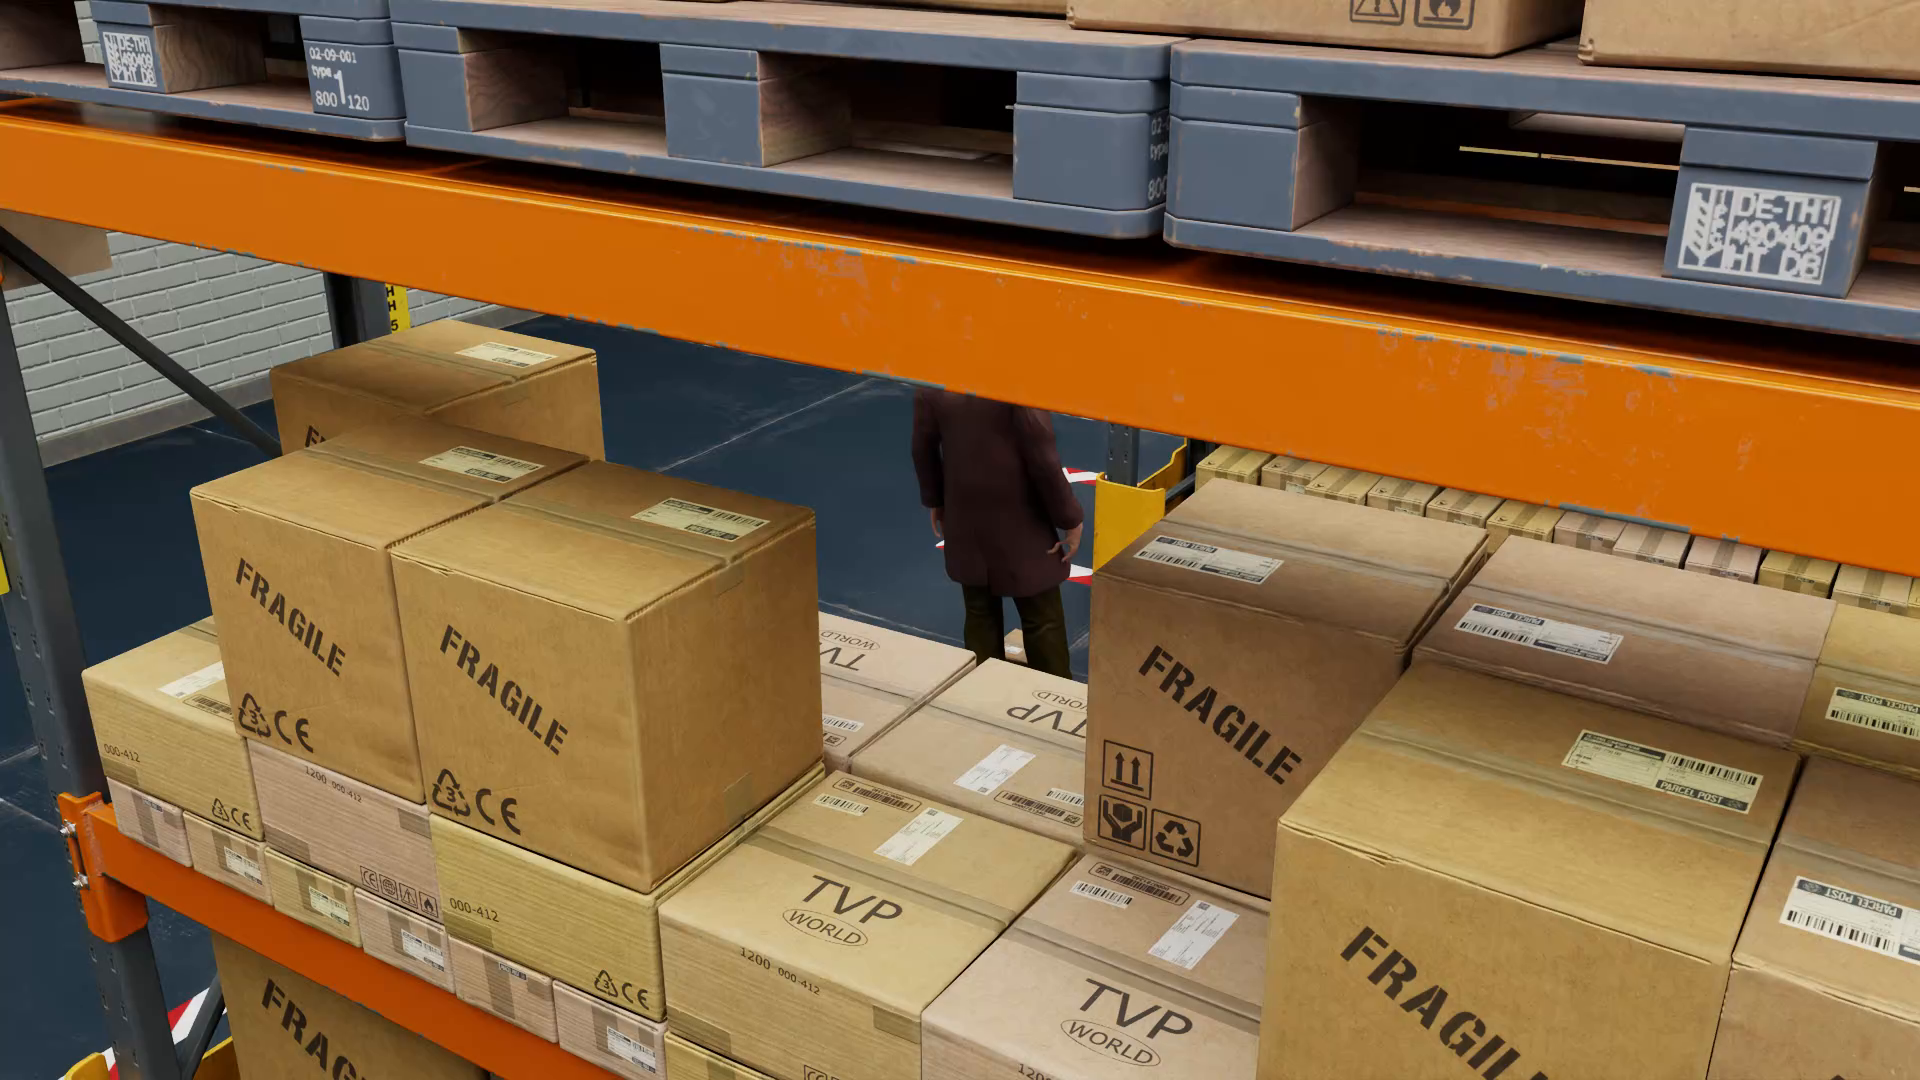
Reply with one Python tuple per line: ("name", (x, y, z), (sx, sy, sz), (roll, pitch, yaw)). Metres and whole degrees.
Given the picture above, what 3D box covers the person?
("person", (0.190, -0.096, 6.320), (0.696, 1.778, 0.579), (14, 26, 29))
